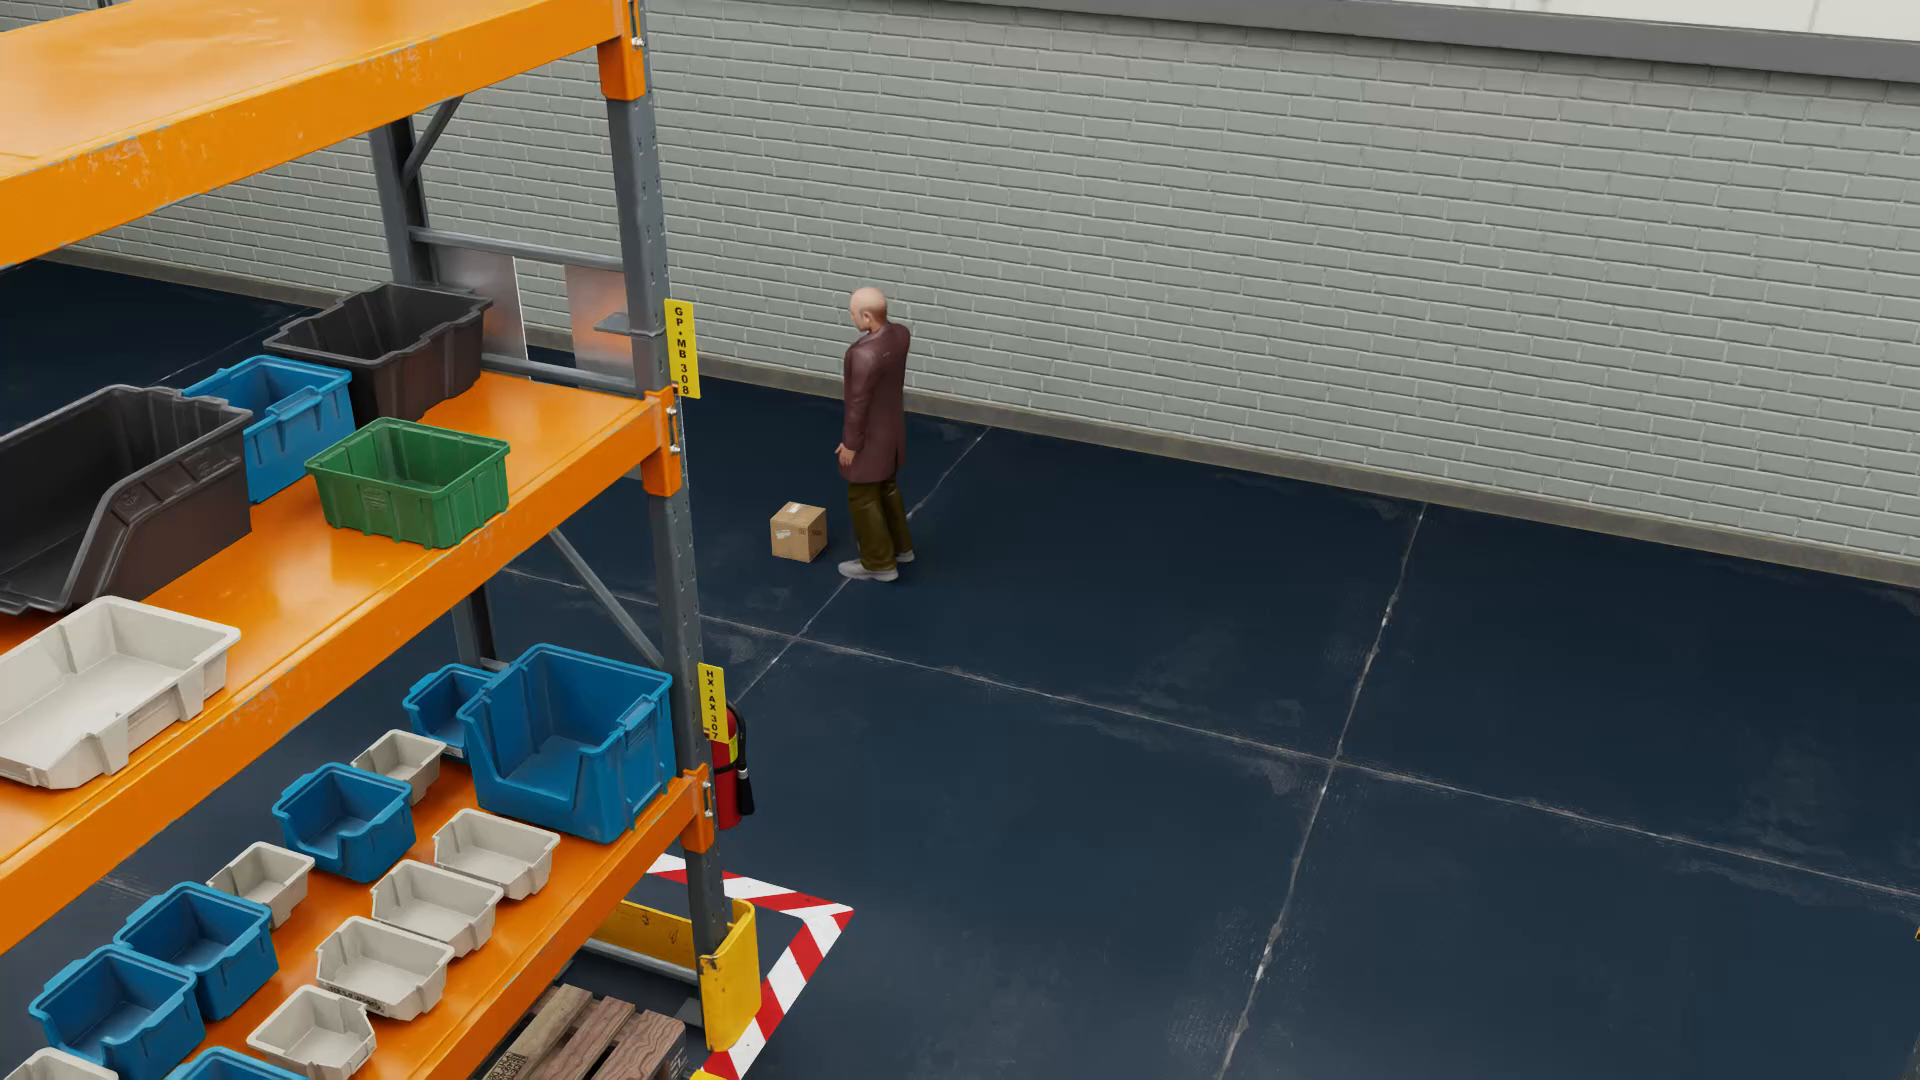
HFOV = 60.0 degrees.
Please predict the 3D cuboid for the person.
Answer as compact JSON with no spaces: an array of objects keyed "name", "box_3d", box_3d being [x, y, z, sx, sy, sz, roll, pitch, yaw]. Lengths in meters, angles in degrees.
[{"name":"person","box_3d":[-0.507,-0.605,9.516,0.380,1.779,0.562,12,31,20]}]
